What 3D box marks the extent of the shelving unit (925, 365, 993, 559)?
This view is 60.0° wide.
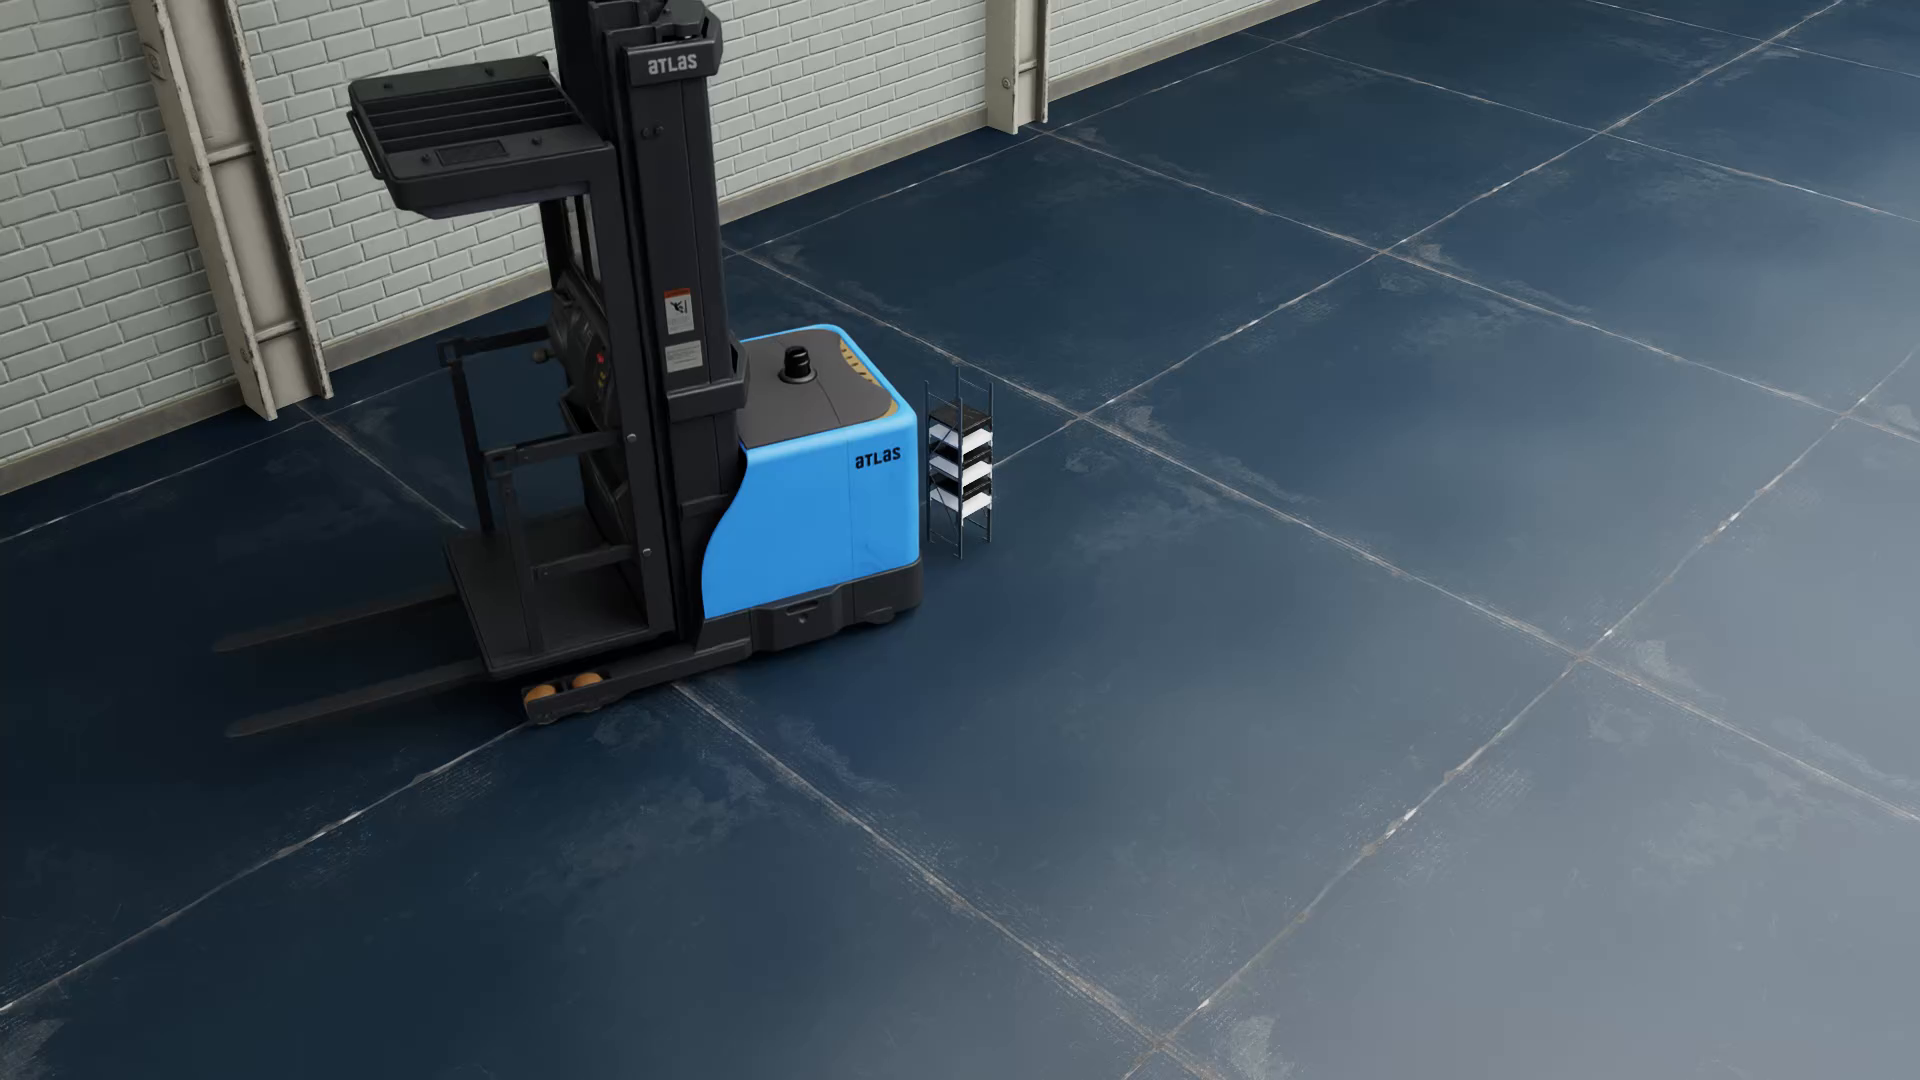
[{"bbox_3d":[-0.006,-0.366,7.988,0.258,0.900,0.210,30,45,35],"label":"shelving unit"}]

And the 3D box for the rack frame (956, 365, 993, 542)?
[{"bbox_3d":[0.066,-0.407,8.047,0.240,0.900,0.006,30,45,35],"label":"rack frame"}]

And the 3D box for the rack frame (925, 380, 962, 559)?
[{"bbox_3d":[-0.077,-0.325,7.929,0.240,0.900,0.006,30,45,35],"label":"rack frame"}]

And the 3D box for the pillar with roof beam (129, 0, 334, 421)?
[{"bbox_3d":[-0.738,-2.754,4.333,9.100,9.000,0.400,30,45,35],"label":"pillar with roof beam"}]

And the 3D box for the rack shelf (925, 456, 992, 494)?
[{"bbox_3d":[-0.006,-0.338,8.007,0.258,0.077,0.200,30,45,35],"label":"rack shelf"}]

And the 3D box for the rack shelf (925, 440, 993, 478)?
[{"bbox_3d":[-0.006,-0.412,7.955,0.258,0.077,0.200,30,45,35],"label":"rack shelf"}]

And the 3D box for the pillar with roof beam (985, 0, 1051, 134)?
[{"bbox_3d":[3.490,-5.190,7.825,9.100,9.000,0.400,30,45,35],"label":"pillar with roof beam"}]

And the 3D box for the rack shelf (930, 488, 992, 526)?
[{"bbox_3d":[-0.006,-0.191,8.110,0.258,0.077,0.200,30,45,35],"label":"rack shelf"}]

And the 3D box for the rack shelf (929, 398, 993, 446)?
[{"bbox_3d":[-0.006,-0.560,7.852,0.258,0.077,0.200,30,45,35],"label":"rack shelf"}]

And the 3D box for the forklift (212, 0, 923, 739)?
[{"bbox_3d":[-1.731,-0.758,6.775,3.031,2.935,1.130,-15,38,-20],"label":"forklift"}]

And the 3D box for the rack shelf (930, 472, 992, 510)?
[{"bbox_3d":[-0.006,-0.265,8.058,0.258,0.077,0.200,30,45,35],"label":"rack shelf"}]

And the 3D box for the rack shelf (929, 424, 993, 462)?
[{"bbox_3d":[-0.006,-0.486,7.904,0.258,0.077,0.200,30,45,35],"label":"rack shelf"}]
